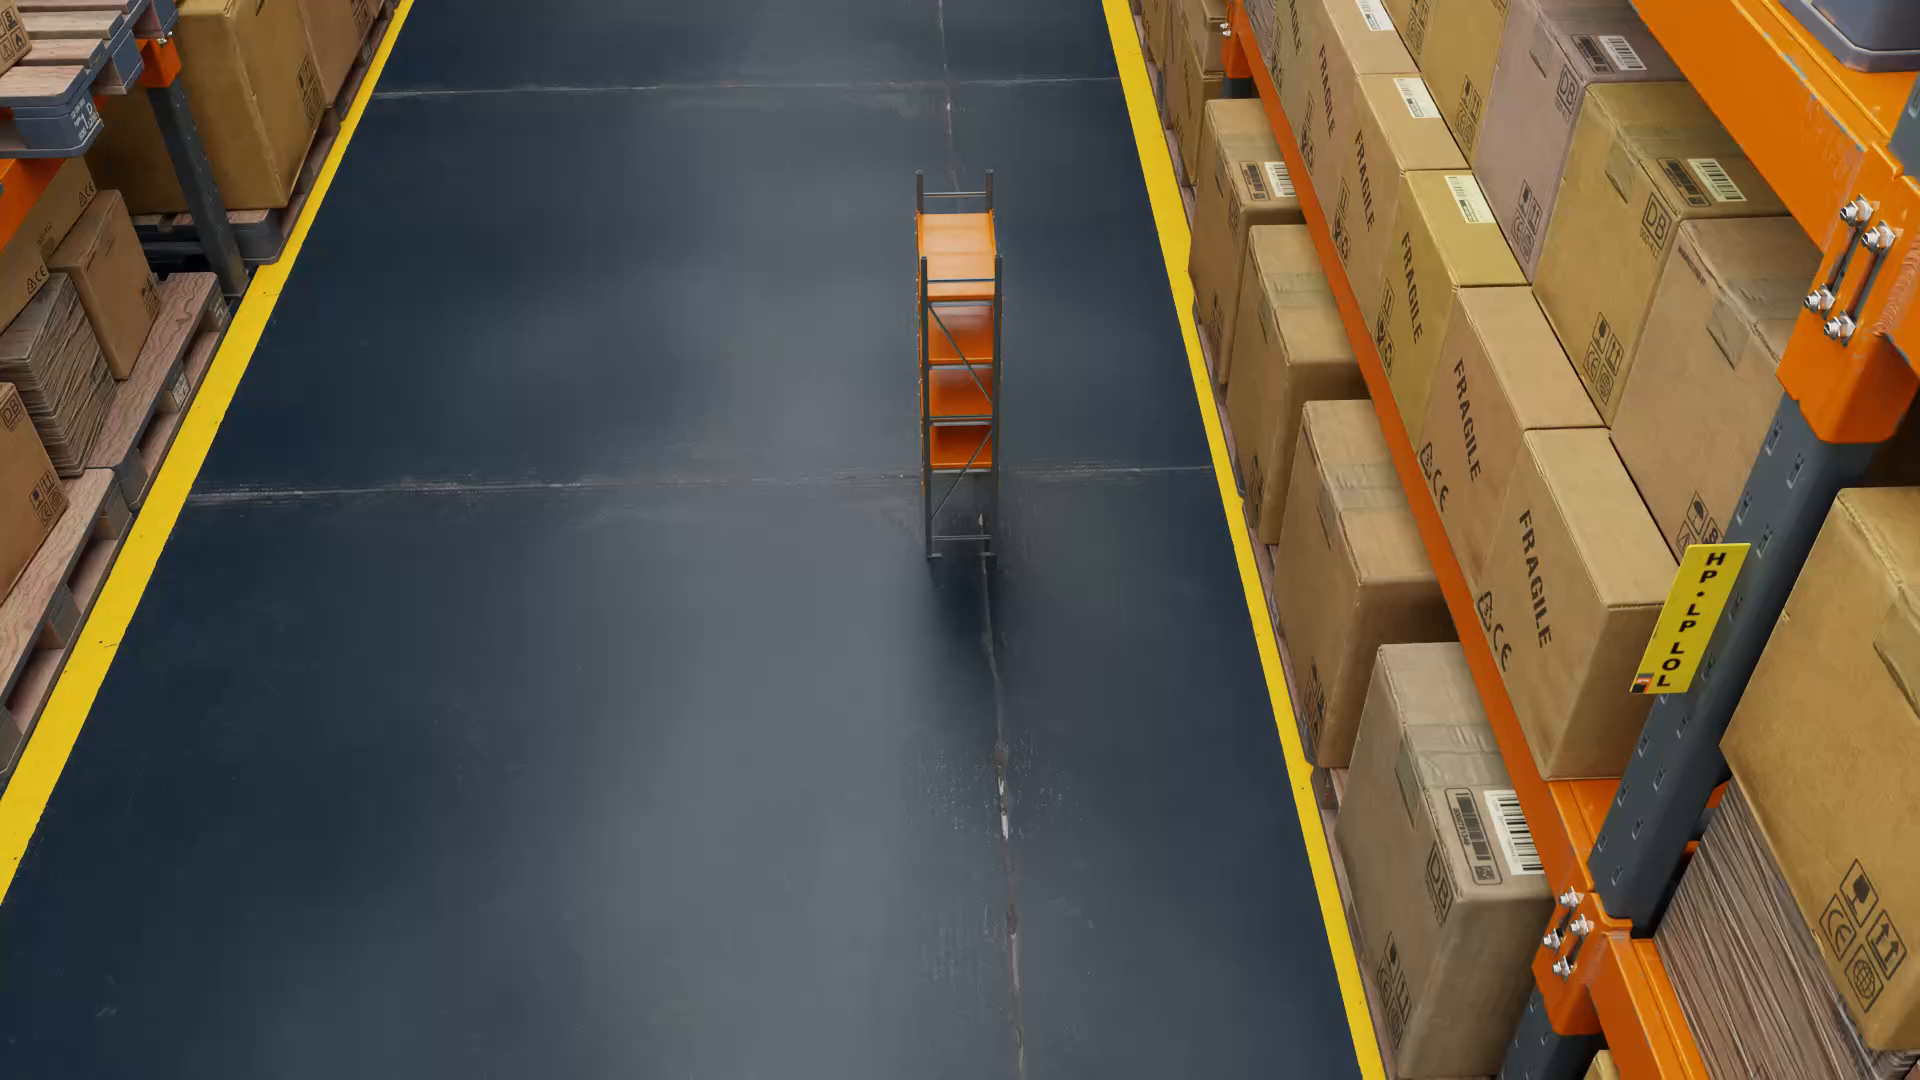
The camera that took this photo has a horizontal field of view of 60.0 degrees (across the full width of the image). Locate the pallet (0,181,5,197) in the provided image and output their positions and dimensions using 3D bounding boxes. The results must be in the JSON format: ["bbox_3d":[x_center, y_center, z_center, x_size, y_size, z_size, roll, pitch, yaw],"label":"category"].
[{"bbox_3d":[-3.325,-0.718,4.455,1.003,0.211,1.213,-2,43,-2],"label":"pallet"}]

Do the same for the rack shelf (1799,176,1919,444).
[{"bbox_3d":[1.764,1.012,0.738,1.077,0.370,4.000,-2,43,-2],"label":"rack shelf"}]

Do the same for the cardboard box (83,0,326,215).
[{"bbox_3d":[-3.459,-1.962,6.932,1.225,0.875,0.875,-3,43,-4],"label":"cardboard box"}]

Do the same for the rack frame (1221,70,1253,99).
[{"bbox_3d":[1.510,-2.198,5.928,1.000,3.000,0.127,-2,43,-2],"label":"rack frame"}]

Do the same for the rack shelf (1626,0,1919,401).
[{"bbox_3d":[1.594,-1.688,3.684,1.077,0.370,4.000,-2,43,-2],"label":"rack shelf"}]

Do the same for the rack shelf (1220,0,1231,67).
[{"bbox_3d":[1.425,-3.283,7.644,1.077,0.370,4.000,-2,43,-2],"label":"rack shelf"}]

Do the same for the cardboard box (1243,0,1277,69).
[{"bbox_3d":[1.259,-1.924,5.555,0.500,0.500,0.500,-1,43,-1],"label":"cardboard box"}]

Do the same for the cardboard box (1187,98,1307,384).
[{"bbox_3d":[1.446,-1.109,6.095,1.050,0.750,0.750,-2,43,-2],"label":"cardboard box"}]

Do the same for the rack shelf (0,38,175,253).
[{"bbox_3d":[-3.365,-0.508,4.617,1.077,0.370,4.000,-2,43,-2],"label":"rack shelf"}]

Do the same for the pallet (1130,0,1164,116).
[{"bbox_3d":[1.429,-2.519,8.342,1.003,0.211,1.213,-2,43,-2],"label":"pallet"}]

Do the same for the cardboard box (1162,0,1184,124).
[{"bbox_3d":[1.202,-2.218,7.489,0.500,0.500,0.500,0,43,0],"label":"cardboard box"}]

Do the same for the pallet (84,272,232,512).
[{"bbox_3d":[-3.419,-0.568,6.213,1.003,0.211,1.213,-2,43,-2],"label":"pallet"}]

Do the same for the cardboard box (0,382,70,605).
[{"bbox_3d":[-3.335,-0.156,5.224,0.700,0.500,0.500,2,43,2],"label":"cardboard box"}]

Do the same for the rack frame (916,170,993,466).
[{"bbox_3d":[-0.017,-0.719,5.646,0.240,1.200,0.015,-2,43,-2],"label":"rack frame"}]

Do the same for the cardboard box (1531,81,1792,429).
[{"bbox_3d":[1.629,-0.585,3.354,0.700,0.500,0.500,-2,43,-2],"label":"cardboard box"}]

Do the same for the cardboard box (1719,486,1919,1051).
[{"bbox_3d":[1.661,0.300,2.293,0.875,0.550,0.550,-2,43,-2],"label":"cardboard box"}]

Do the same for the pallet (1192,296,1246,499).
[{"bbox_3d":[1.468,-0.635,6.287,1.003,0.211,1.213,-2,43,-2],"label":"pallet"}]

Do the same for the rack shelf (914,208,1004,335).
[{"bbox_3d":[-0.007,-0.844,5.201,0.258,0.148,0.480,-2,43,-2],"label":"rack shelf"}]

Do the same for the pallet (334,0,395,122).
[{"bbox_3d":[-3.457,-2.452,8.268,1.003,0.211,1.213,-2,43,-2],"label":"pallet"}]

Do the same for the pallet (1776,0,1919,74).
[{"bbox_3d":[1.591,-1.150,2.706,0.805,0.209,1.217,-3,43,-4],"label":"pallet"}]

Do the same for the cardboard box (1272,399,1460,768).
[{"bbox_3d":[1.526,0.109,4.765,1.050,0.750,0.750,-2,43,-2],"label":"cardboard box"}]

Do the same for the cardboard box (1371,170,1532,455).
[{"bbox_3d":[1.347,-0.561,4.068,0.500,0.500,0.500,-1,43,-1],"label":"cardboard box"}]

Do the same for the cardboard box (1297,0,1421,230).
[{"bbox_3d":[1.304,-1.240,4.809,0.500,0.500,0.500,-2,43,-2],"label":"cardboard box"}]

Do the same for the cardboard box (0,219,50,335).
[{"bbox_3d":[-3.359,-0.831,5.406,0.500,0.250,0.500,3,43,3],"label":"cardboard box"}]

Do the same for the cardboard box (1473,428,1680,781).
[{"bbox_3d":[1.390,0.121,3.324,0.500,0.500,0.500,-2,43,-2],"label":"cardboard box"}]

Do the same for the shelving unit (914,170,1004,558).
[{"bbox_3d":[-0.007,-0.554,5.466,0.258,1.200,0.503,-2,43,-2],"label":"shelving unit"}]

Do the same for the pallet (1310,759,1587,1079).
[{"bbox_3d":[1.571,1.012,4.490,1.003,0.211,1.213,-2,43,-2],"label":"pallet"}]

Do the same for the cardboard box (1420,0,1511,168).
[{"bbox_3d":[1.587,-1.267,4.098,0.700,0.500,0.500,-2,43,-2],"label":"cardboard box"}]

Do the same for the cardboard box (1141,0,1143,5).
[{"bbox_3d":[1.166,-2.914,8.249,0.500,0.500,0.500,-1,43,-1],"label":"cardboard box"}]

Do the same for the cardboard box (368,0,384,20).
[{"bbox_3d":[-3.534,-3.161,8.240,1.225,0.875,0.875,-3,43,-3],"label":"cardboard box"}]

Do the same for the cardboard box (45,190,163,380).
[{"bbox_3d":[-3.402,-0.912,6.050,0.700,0.500,0.500,-4,43,-4],"label":"cardboard box"}]

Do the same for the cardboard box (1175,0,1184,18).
[{"bbox_3d":[1.186,-2.502,7.244,0.500,0.250,0.500,-1,43,-1],"label":"cardboard box"}]

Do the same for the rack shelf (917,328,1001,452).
[{"bbox_3d":[-0.007,-0.504,5.512,0.258,0.148,0.480,-2,43,-2],"label":"rack shelf"}]
